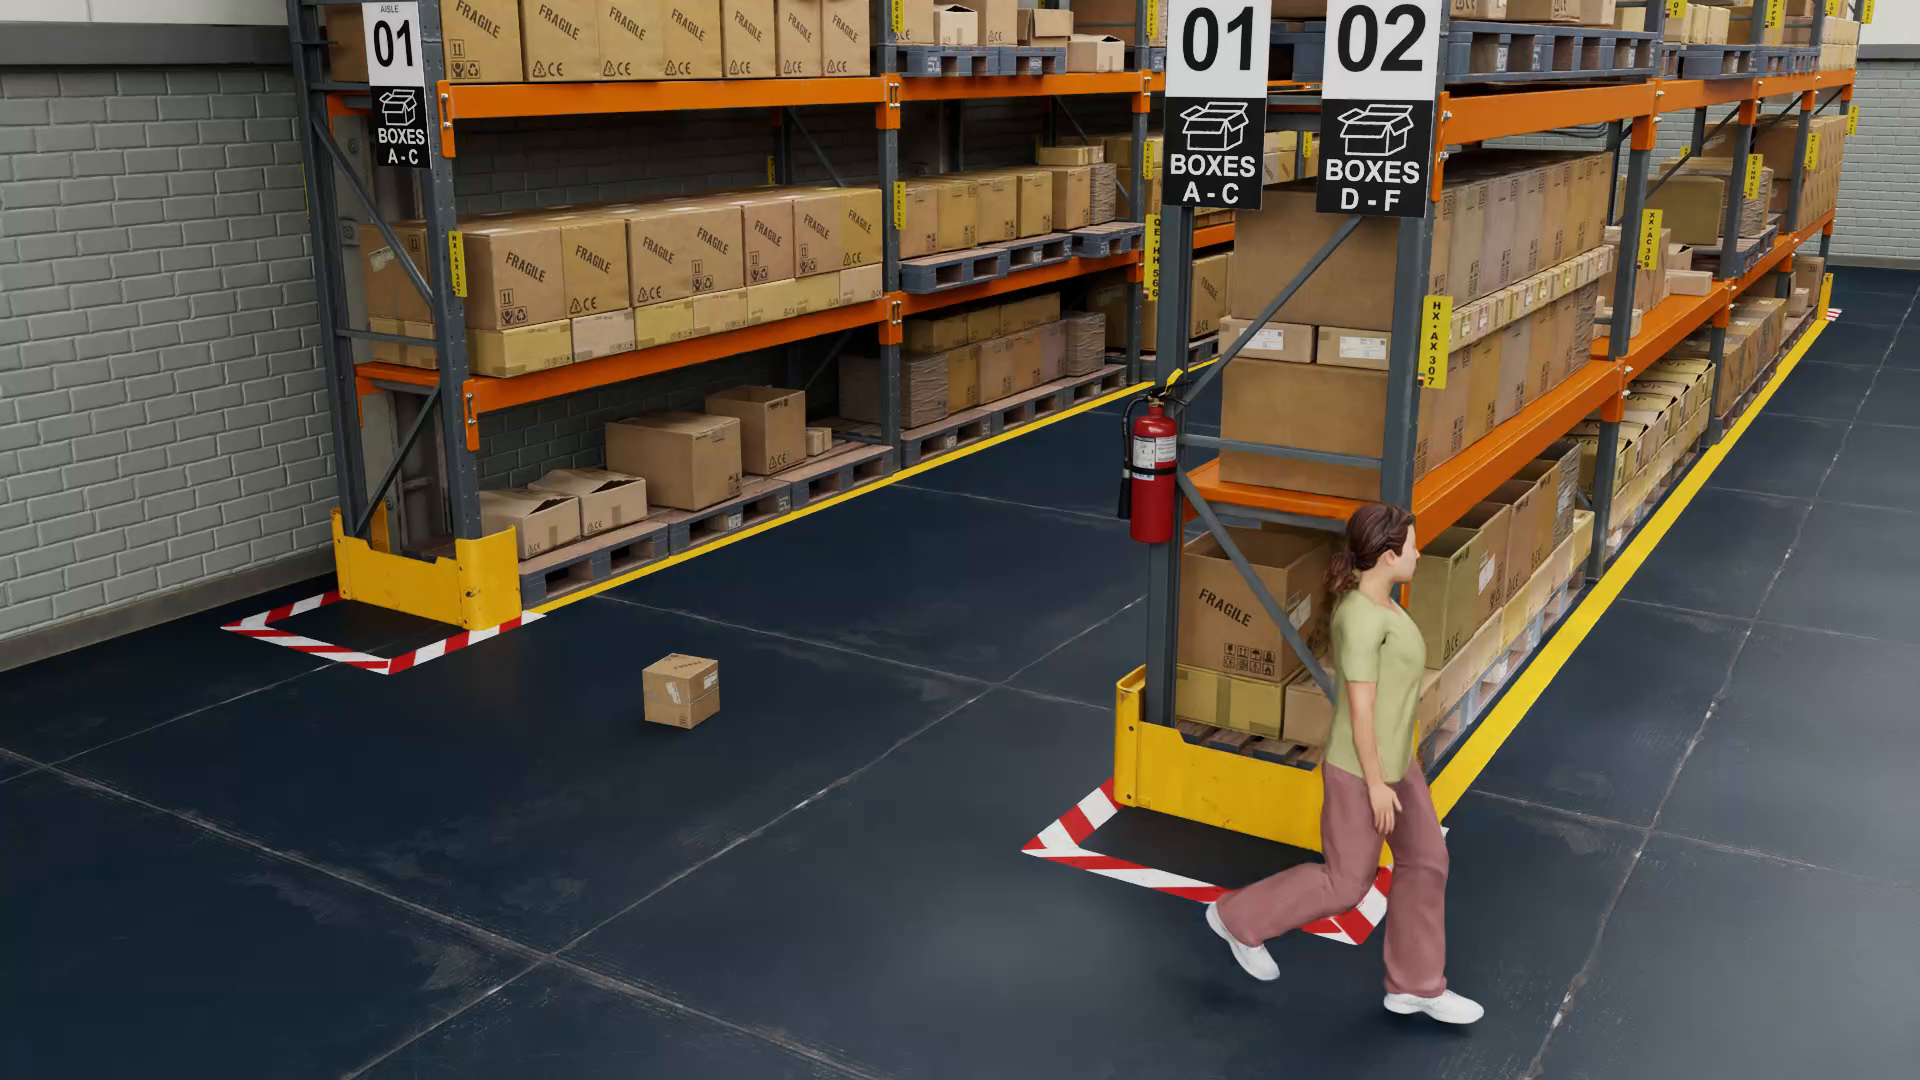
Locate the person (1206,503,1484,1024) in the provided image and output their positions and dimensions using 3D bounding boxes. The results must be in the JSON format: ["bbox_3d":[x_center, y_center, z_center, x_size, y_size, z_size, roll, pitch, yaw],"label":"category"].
[{"bbox_3d":[1.236,0.688,5.170,0.889,1.634,0.474,7,18,22],"label":"person"}]
